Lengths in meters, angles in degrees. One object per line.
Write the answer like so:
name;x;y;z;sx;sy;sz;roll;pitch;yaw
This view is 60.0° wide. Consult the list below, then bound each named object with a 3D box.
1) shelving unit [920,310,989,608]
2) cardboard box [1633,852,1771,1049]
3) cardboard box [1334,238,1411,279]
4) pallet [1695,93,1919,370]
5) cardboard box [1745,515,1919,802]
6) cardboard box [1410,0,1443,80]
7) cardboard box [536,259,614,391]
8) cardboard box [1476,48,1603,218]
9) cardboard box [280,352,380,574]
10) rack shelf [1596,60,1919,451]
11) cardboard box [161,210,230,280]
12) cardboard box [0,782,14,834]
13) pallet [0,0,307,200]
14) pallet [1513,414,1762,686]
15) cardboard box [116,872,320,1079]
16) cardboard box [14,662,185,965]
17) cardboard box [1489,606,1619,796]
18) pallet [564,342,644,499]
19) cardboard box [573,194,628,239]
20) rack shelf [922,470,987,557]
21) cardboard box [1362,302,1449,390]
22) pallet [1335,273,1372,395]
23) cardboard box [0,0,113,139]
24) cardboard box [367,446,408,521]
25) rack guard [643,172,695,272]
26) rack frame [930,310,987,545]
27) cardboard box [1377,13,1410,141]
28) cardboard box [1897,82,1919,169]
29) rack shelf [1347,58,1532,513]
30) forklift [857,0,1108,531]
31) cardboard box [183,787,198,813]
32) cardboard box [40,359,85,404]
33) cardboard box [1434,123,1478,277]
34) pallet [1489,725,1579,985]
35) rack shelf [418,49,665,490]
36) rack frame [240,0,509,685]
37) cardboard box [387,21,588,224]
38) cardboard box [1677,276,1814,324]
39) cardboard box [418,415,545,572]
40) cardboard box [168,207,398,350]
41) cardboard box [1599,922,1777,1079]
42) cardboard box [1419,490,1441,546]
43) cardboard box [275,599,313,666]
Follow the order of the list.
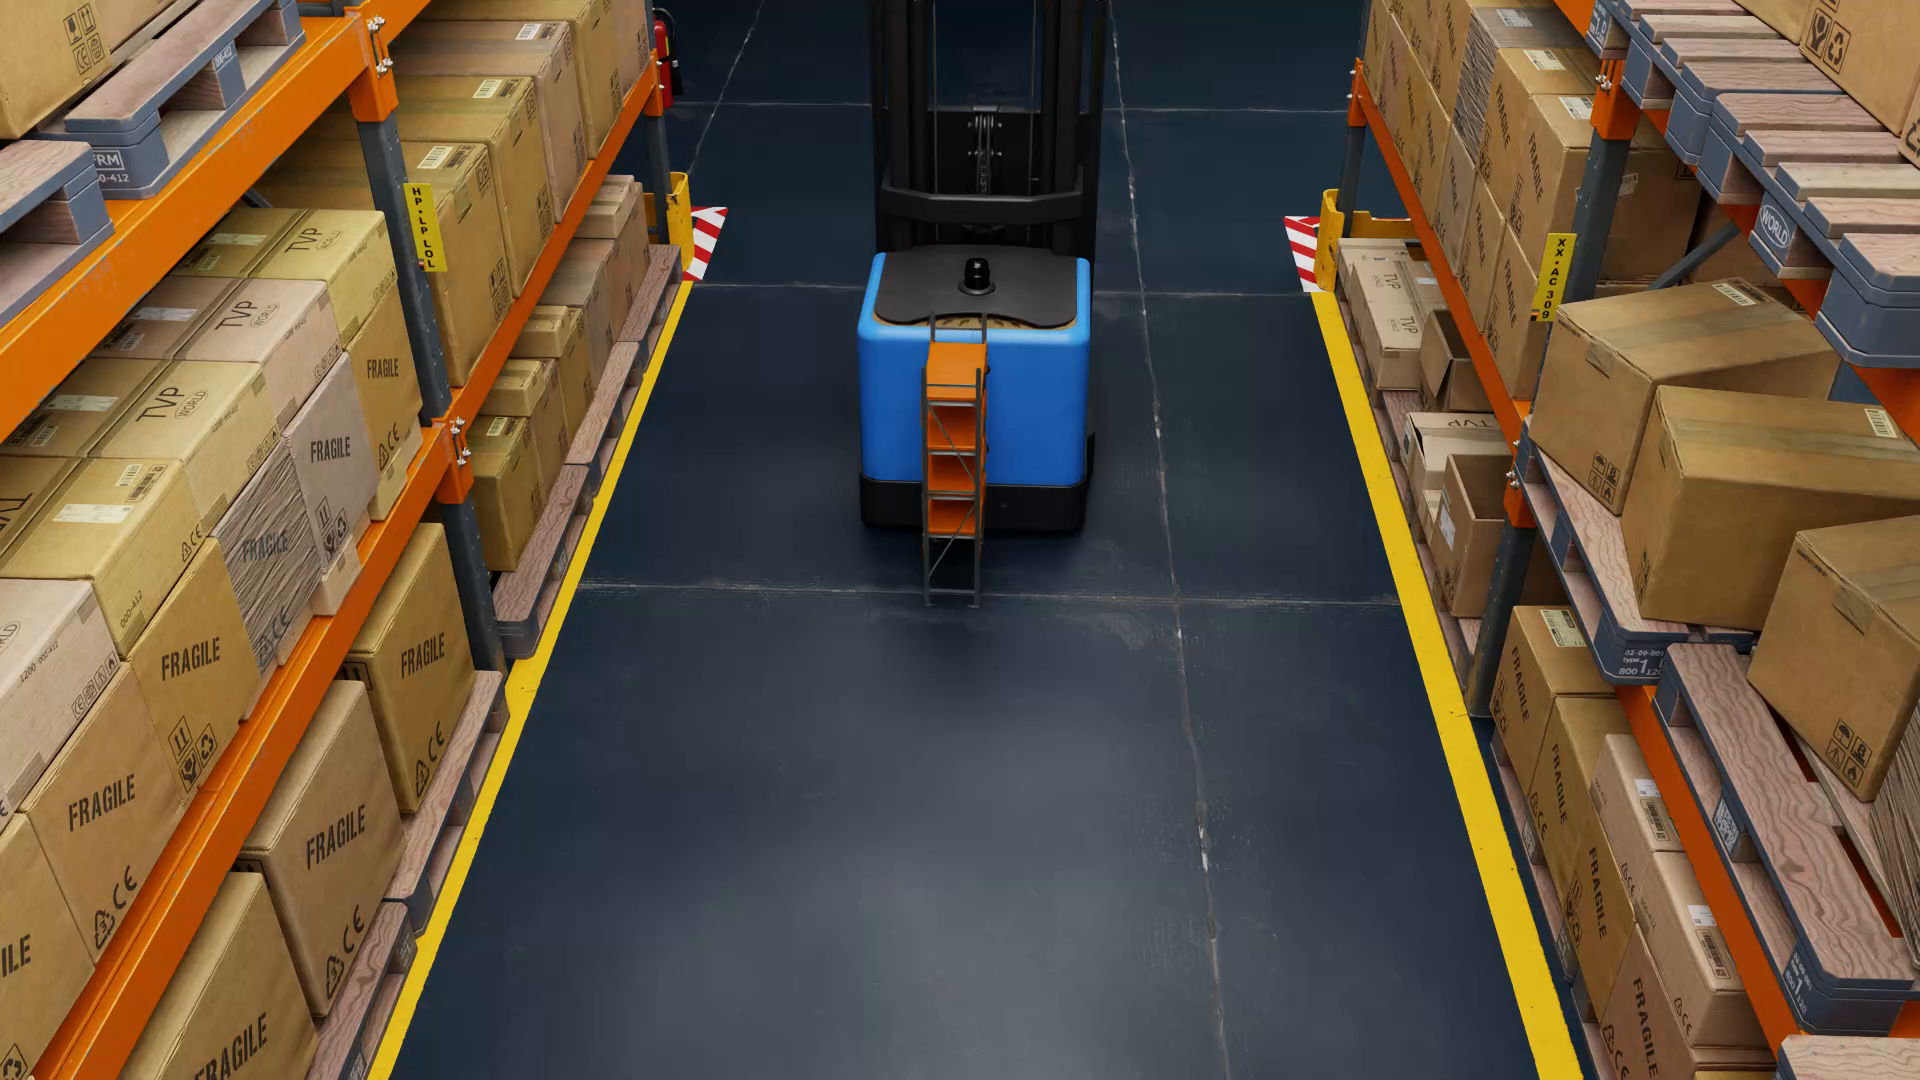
shelving unit;-0.021;-0.338;7.188;0.258;1.200;0.503;2;35;3
cardboard box;2.239;1.143;4.654;0.500;0.250;0.500;1;35;1
cardboard box;2.362;-1.607;9.525;0.380;0.149;0.250;1;35;2
pallet;2.427;-0.709;3.706;1.213;0.211;1.003;1;35;2
cardboard box;2.552;0.276;4.297;0.700;0.500;0.500;-7;36;-10
cardboard box;2.403;-2.440;7.656;0.500;0.500;0.500;2;35;3
cardboard box;-2.195;-1.107;8.525;0.700;0.500;0.500;0;35;0
cardboard box;2.341;-1.569;6.417;0.500;0.500;0.500;1;35;1
cardboard box;-2.165;-0.247;5.129;0.500;0.500;0.500;2;35;2
rack shelf;2.481;-0.312;3.602;1.077;0.370;4.000;1;35;2
cardboard box;-2.667;-0.860;5.349;0.500;0.250;0.500;2;35;3
cardboard box;-2.252;0.616;3.249;0.500;0.250;0.500;1;35;1
pallet;-2.376;-1.261;4.494;0.805;0.209;1.217;0;35;0
pallet;2.420;0.007;5.298;1.003;0.211;1.213;1;35;2
cardboard box;-2.347;1.443;4.593;0.750;0.750;0.750;1;35;2
cardboard box;-2.222;0.628;3.885;0.500;0.500;0.500;1;35;2
cardboard box;2.299;0.587;6.098;0.500;0.500;0.500;0;35;0
pallet;-2.233;-0.637;8.473;1.003;0.211;1.213;1;35;2
cardboard box;-1.988;-1.724;8.838;0.380;0.149;0.250;2;35;3
rack shelf;-0.021;-0.121;7.340;0.258;0.148;0.480;2;35;3
cardboard box;2.377;-1.001;8.574;0.500;0.250;0.500;1;35;2
pallet;2.688;-1.184;9.251;1.003;0.211;1.213;1;35;2
cardboard box;-2.491;-1.264;3.862;0.700;0.500;0.500;1;35;1
cardboard box;-2.105;-0.199;5.626;0.380;0.149;0.250;2;35;3
rack guard;-2.227;-1.930;10.061;1.175;0.500;0.348;1;35;2
rack frame;-0.006;-0.478;7.387;0.240;1.200;0.015;2;35;3
cardboard box;2.426;-2.322;8.358;0.500;0.500;0.500;1;35;1
cardboard box;2.417;-0.955;3.352;0.600;0.600;0.600;0;35;0
rack shelf;2.642;-1.383;7.735;1.077;0.370;4.000;1;35;2
forklift;0.143;-2.066;8.141;1.130;2.935;3.031;2;35;3
cardboard box;-2.253;0.687;4.365;0.380;0.149;0.250;2;35;2
cardboard box;-2.696;-0.271;4.511;0.500;0.250;0.500;0;35;0
cardboard box;2.363;-1.454;7.123;0.500;0.500;0.500;2;35;3
pallet;2.567;1.081;6.028;1.003;0.211;1.213;1;35;2
rack shelf;-2.308;-1.495;7.894;1.077;0.370;4.000;1;35;2
rack frame;-2.388;-0.640;6.052;1.000;3.000;0.127;1;35;2
cardboard box;-2.296;-1.912;7.601;0.980;0.700;0.700;0;35;0
cardboard box;2.854;-0.856;6.272;0.500;0.500;0.500;2;35;3
cardboard box;-2.256;-0.217;7.258;0.700;0.500;0.500;2;35;2
cardboard box;-2.151;-0.844;5.327;0.500;0.250;0.500;2;35;3
cardboard box;2.240;1.471;4.840;0.500;0.500;0.500;0;35;0
cardboard box;2.256;-0.092;7.370;0.380;0.149;0.250;1;35;2
cardboard box;-2.189;0.240;5.000;0.380;0.149;0.250;1;35;2
